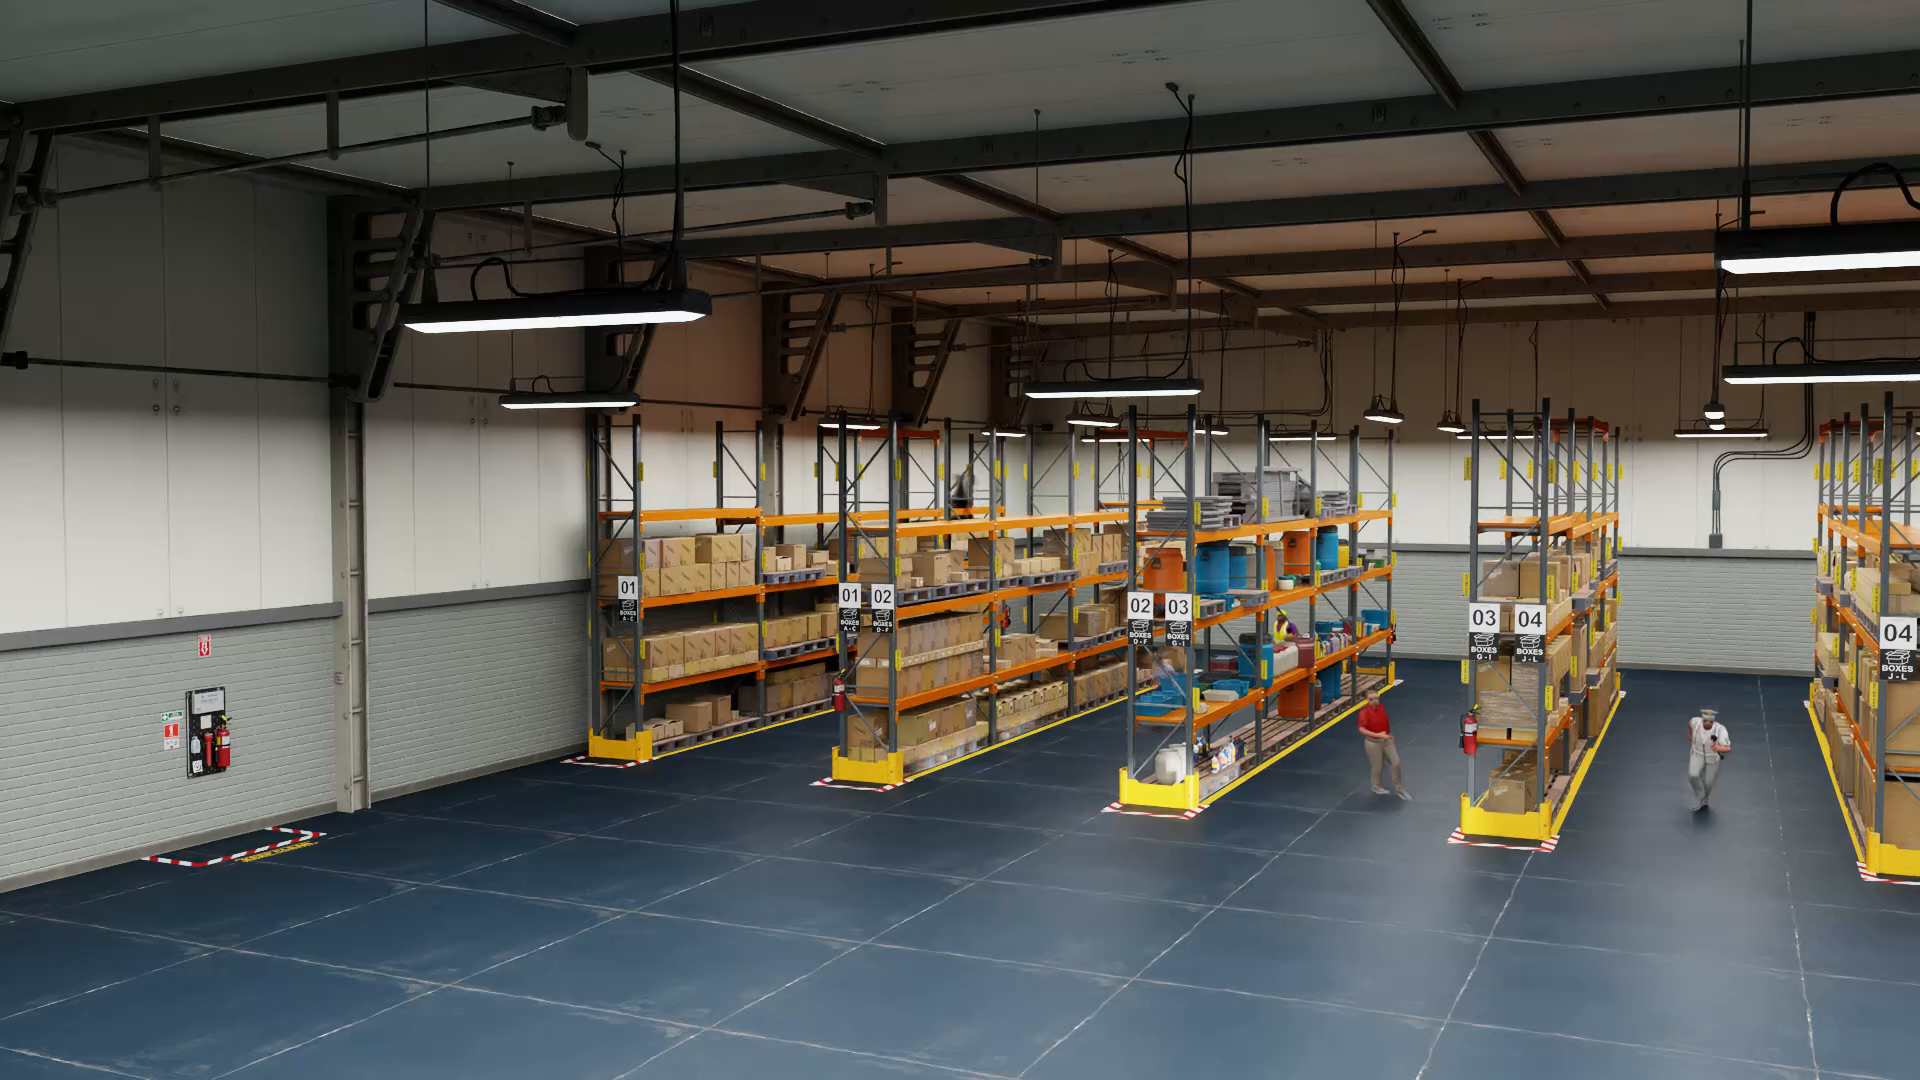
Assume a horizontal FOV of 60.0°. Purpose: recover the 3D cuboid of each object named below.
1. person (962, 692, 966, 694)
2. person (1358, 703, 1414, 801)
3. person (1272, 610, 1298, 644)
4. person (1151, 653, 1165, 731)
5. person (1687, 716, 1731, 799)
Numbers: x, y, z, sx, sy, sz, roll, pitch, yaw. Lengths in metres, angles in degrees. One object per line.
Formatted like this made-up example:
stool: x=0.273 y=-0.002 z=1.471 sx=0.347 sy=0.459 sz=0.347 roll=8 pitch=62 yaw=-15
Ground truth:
person: x=-0.130 y=2.709 z=37.129 sx=0.634 sy=1.647 sz=0.661 roll=-1 pitch=2 yaw=-16
person: x=6.419 y=3.231 z=25.442 sx=0.857 sy=1.541 sz=0.652 roll=-1 pitch=3 yaw=-21
person: x=7.591 y=2.528 z=38.785 sx=0.685 sy=1.804 sz=0.831 roll=2 pitch=3 yaw=36
person: x=4.084 y=2.921 z=32.322 sx=0.597 sy=1.508 sz=1.007 roll=2 pitch=3 yaw=44
person: x=11.001 y=3.177 z=24.451 sx=0.624 sy=1.422 sz=1.106 roll=1 pitch=3 yaw=28
